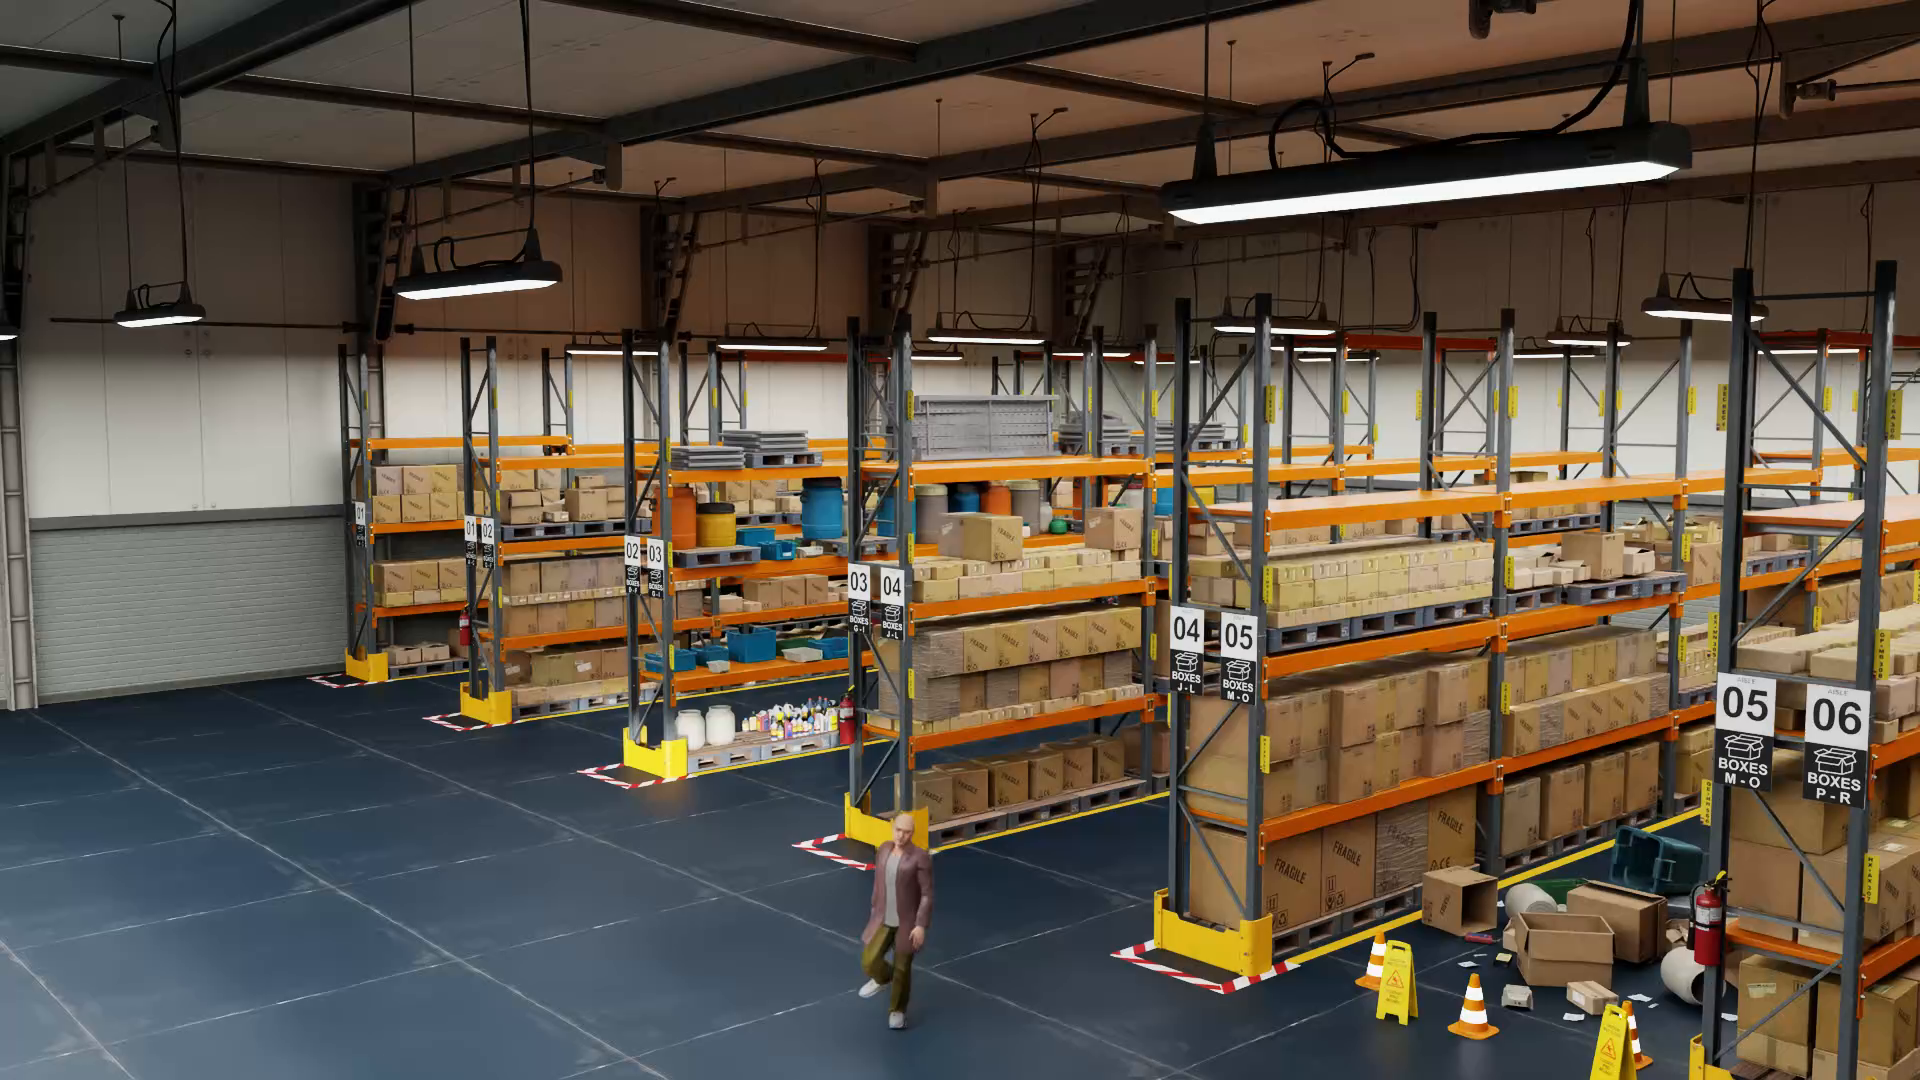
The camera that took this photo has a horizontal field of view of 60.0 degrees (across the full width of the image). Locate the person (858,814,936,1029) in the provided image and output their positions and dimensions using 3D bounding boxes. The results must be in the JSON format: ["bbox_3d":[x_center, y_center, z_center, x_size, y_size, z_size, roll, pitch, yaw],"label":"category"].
[{"bbox_3d":[-0.523,3.077,13.612,0.811,1.739,0.629,3,6,26],"label":"person"}]
